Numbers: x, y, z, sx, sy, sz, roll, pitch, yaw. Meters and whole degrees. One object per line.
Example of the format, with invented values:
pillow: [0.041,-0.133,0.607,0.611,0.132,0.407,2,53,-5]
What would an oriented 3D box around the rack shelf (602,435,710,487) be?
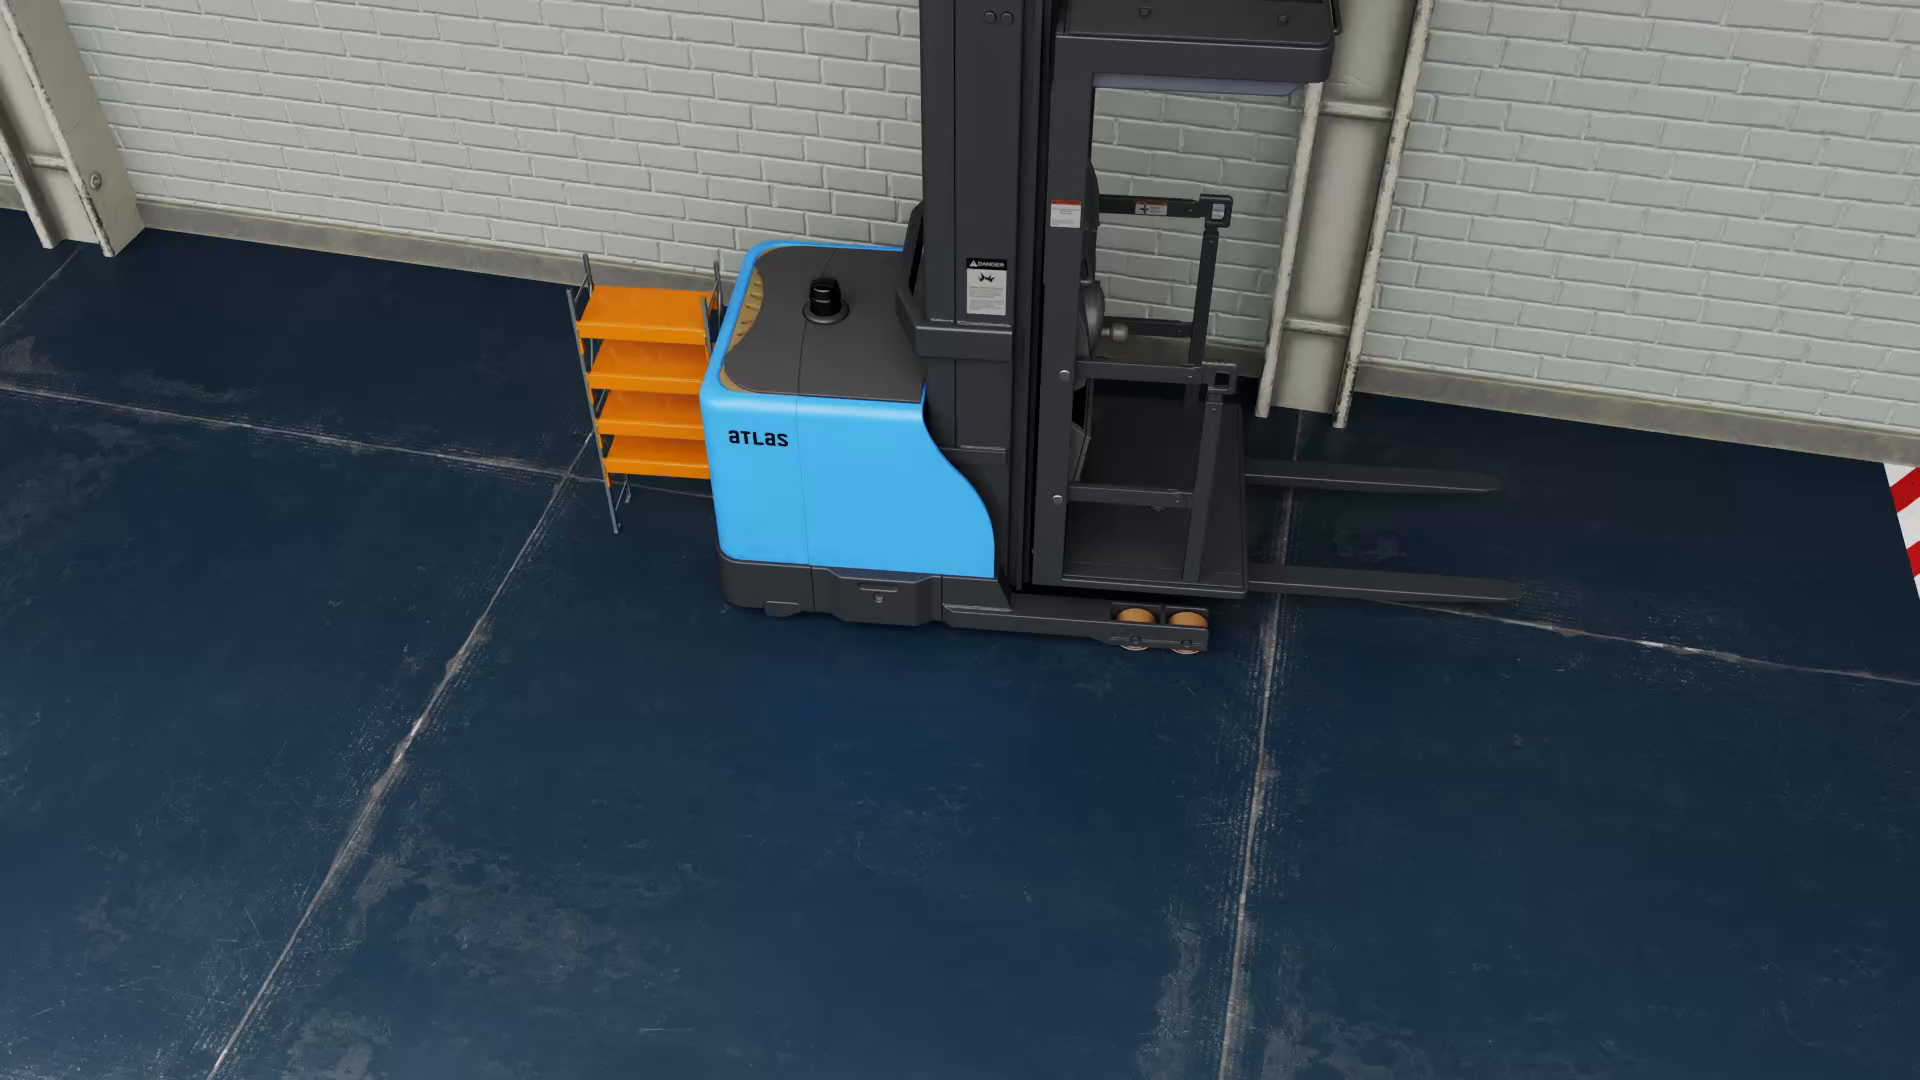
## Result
rack shelf: [-1.146,-0.334,6.615,0.480,0.148,0.258,4,44,4]

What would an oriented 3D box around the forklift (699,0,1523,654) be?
forklift: [0.627,-1.013,5.689,3.031,2.935,1.130,4,44,4]

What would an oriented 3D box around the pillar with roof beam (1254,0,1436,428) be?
pillar with roof beam: [0.582,-0.949,1.247,0.400,9.000,9.100,9,45,9]

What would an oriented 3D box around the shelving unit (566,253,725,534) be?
shelving unit: [-1.146,-0.525,6.430,0.503,1.200,0.258,4,44,4]

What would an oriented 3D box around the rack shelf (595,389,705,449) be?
rack shelf: [-1.146,-0.477,6.477,0.480,0.148,0.258,4,44,4]

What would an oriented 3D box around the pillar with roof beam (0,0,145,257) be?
pillar with roof beam: [-5.273,-1.858,2.191,0.400,9.000,9.100,9,45,9]

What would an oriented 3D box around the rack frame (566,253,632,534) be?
rack frame: [-1.389,-0.542,6.447,0.015,1.200,0.240,4,44,4]

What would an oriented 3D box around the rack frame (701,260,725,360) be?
rack frame: [-0.903,-0.509,6.413,0.015,1.200,0.240,4,44,4]

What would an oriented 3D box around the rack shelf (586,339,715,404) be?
rack shelf: [-1.146,-0.638,6.322,0.480,0.148,0.258,4,44,4]

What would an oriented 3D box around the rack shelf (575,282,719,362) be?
rack shelf: [-1.146,-0.808,6.158,0.480,0.148,0.258,4,44,4]
